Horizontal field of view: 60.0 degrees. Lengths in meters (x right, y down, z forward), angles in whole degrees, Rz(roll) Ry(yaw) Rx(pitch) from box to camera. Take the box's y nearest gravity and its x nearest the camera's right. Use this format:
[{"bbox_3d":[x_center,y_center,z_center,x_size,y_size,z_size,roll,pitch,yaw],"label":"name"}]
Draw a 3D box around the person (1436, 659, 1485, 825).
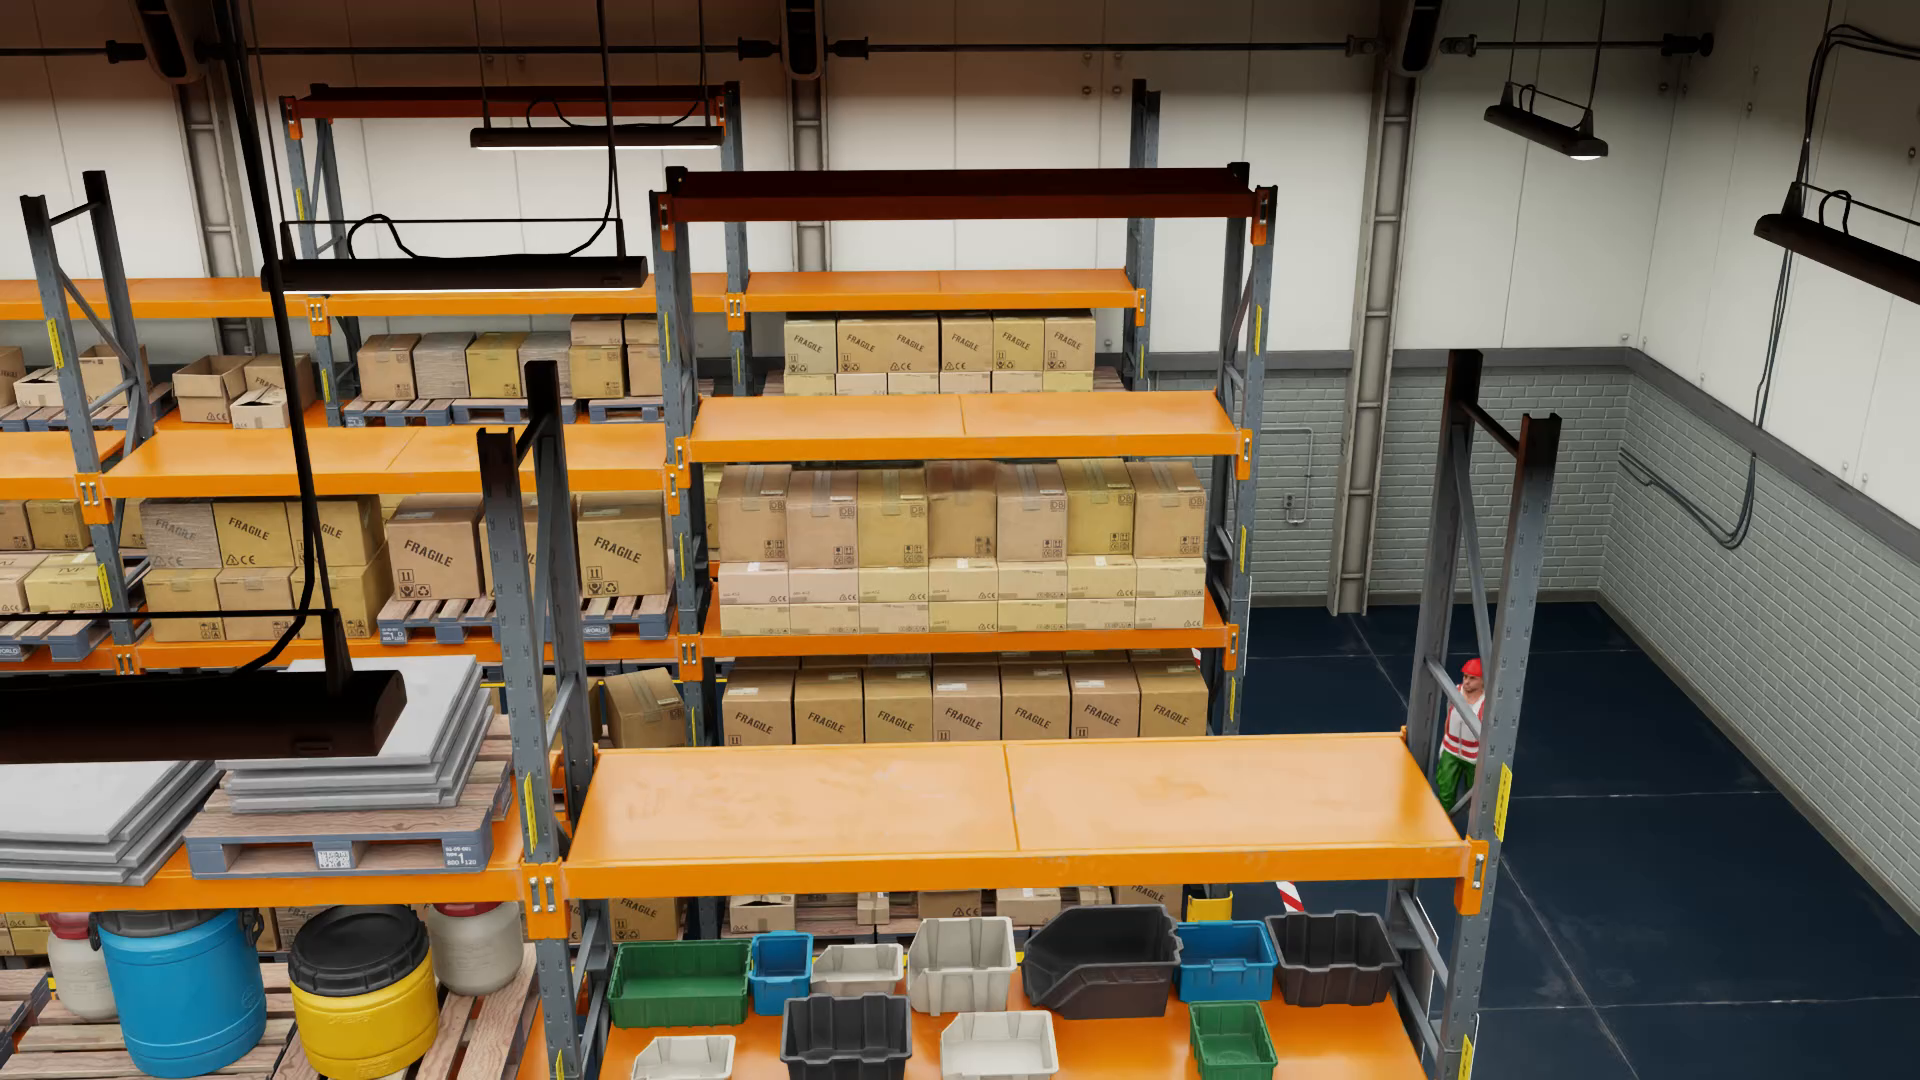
[{"bbox_3d":[4.397,1.816,14.314,0.543,1.764,0.885,15,27,33],"label":"person"}]
